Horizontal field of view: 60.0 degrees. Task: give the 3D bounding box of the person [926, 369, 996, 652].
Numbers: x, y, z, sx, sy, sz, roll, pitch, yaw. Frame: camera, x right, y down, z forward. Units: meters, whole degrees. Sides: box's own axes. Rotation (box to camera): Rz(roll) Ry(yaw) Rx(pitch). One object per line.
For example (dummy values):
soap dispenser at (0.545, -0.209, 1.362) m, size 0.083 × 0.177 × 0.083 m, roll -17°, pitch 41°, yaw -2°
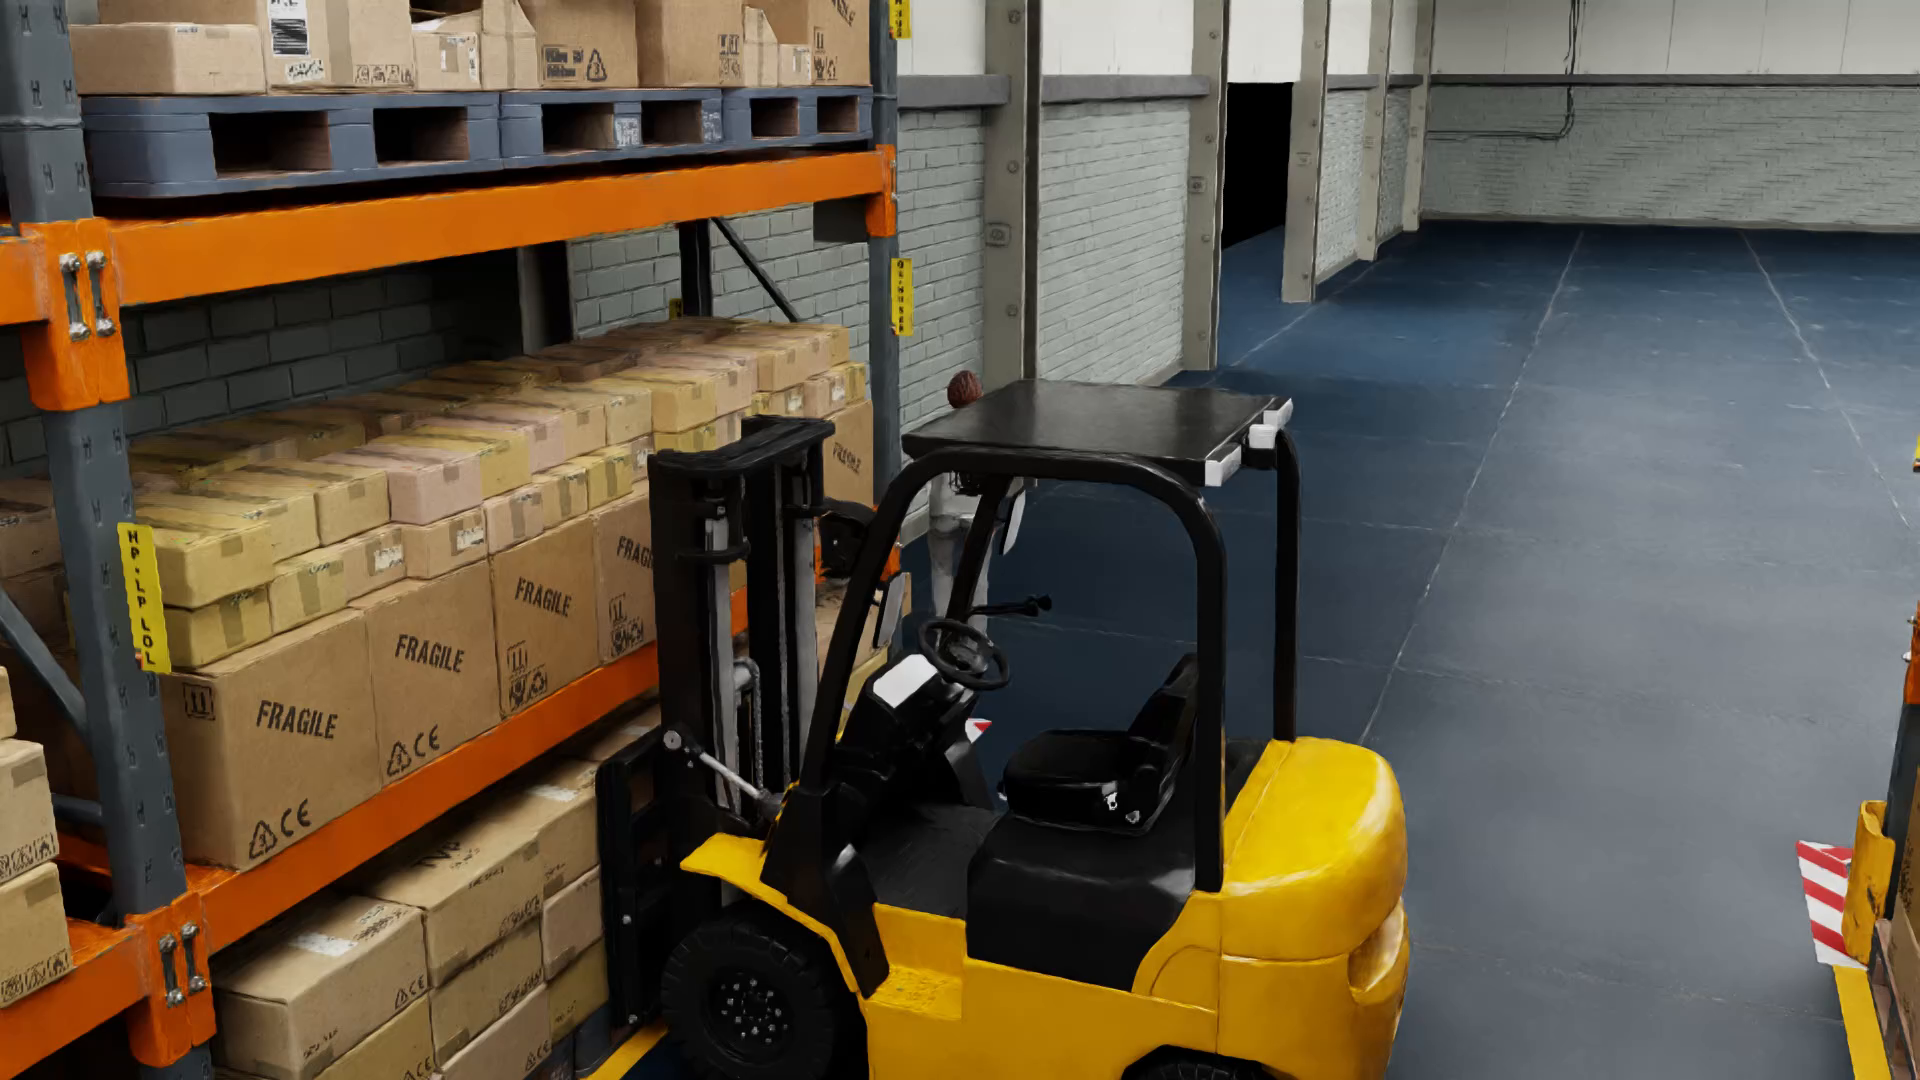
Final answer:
person at (0.012, -0.104, 8.946) m, size 0.420 × 1.574 × 0.581 m, roll 1°, pitch 16°, yaw 2°
